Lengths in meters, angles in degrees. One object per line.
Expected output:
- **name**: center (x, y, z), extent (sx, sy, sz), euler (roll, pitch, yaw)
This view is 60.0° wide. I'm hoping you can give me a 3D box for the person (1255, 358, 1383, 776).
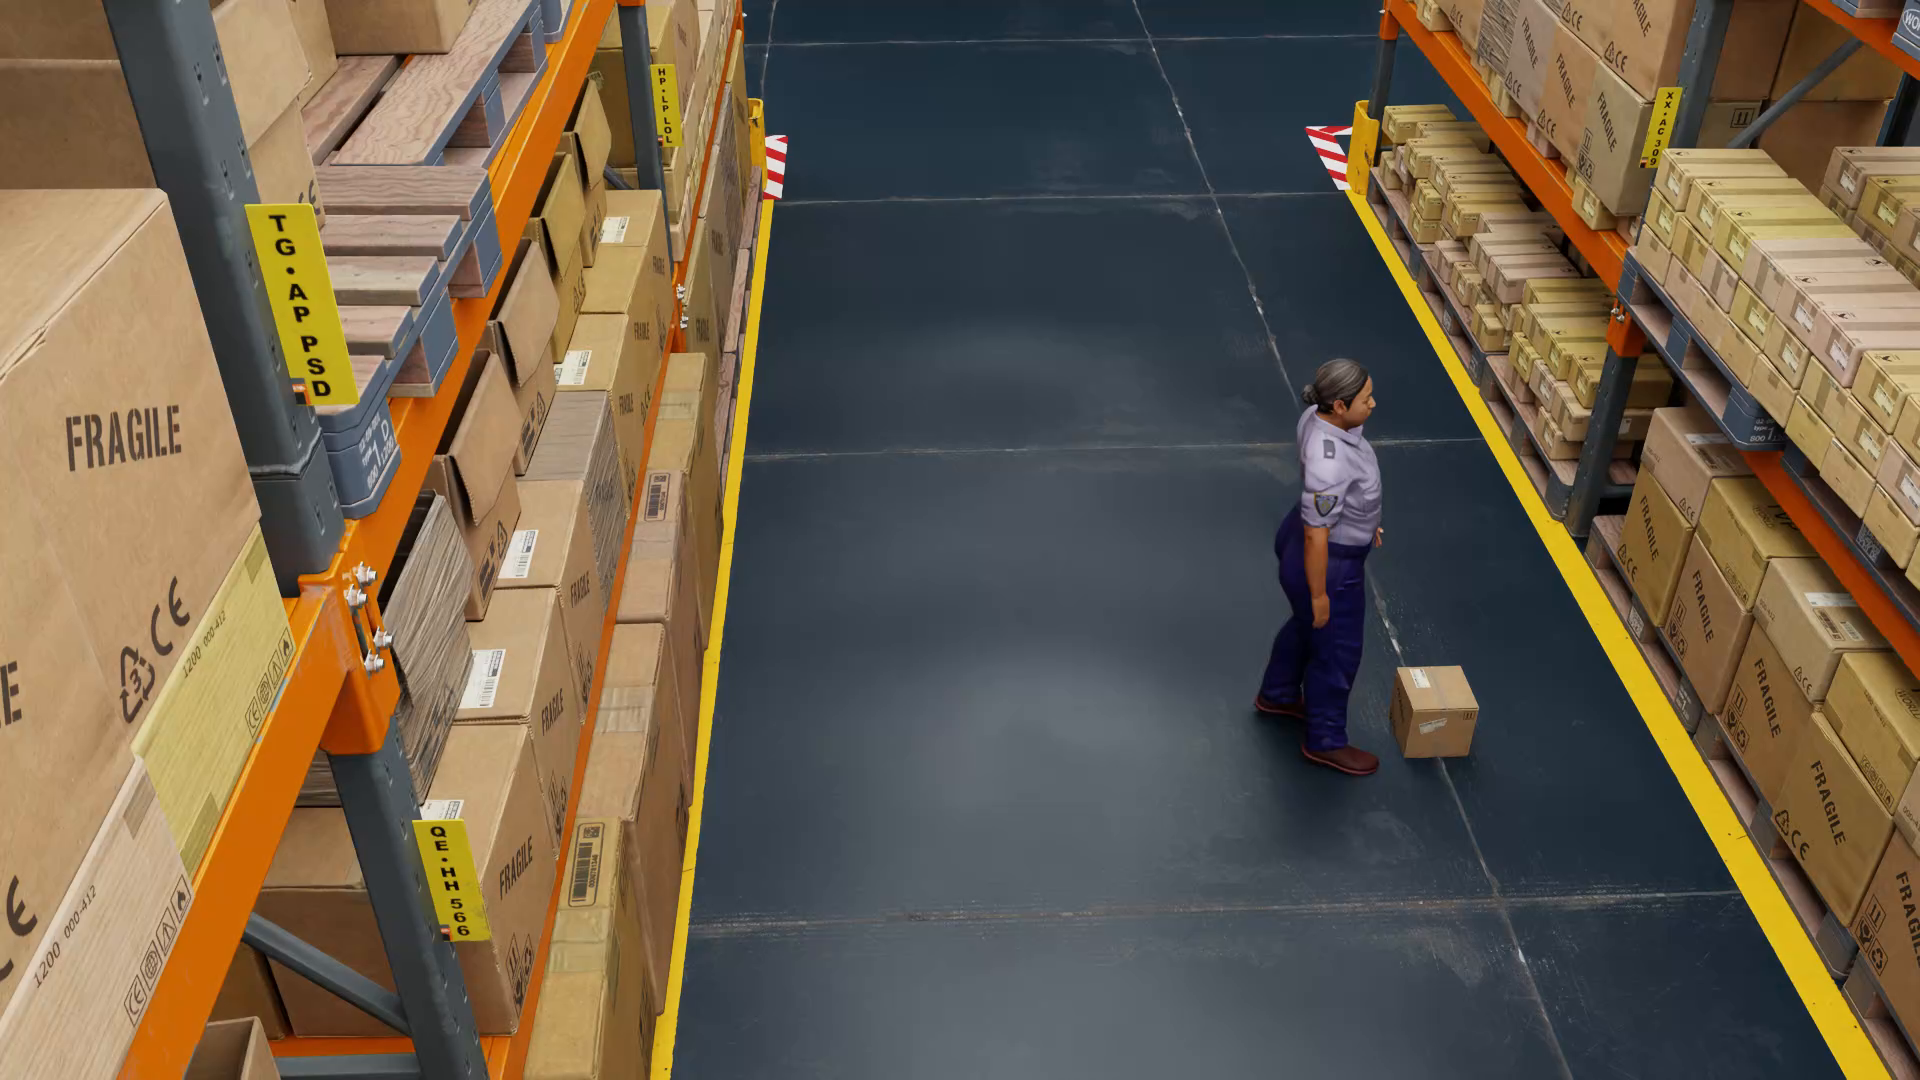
- **person**: center (1.383, 0.083, 6.031), extent (0.472, 1.663, 0.517), euler (3, 36, 4)
